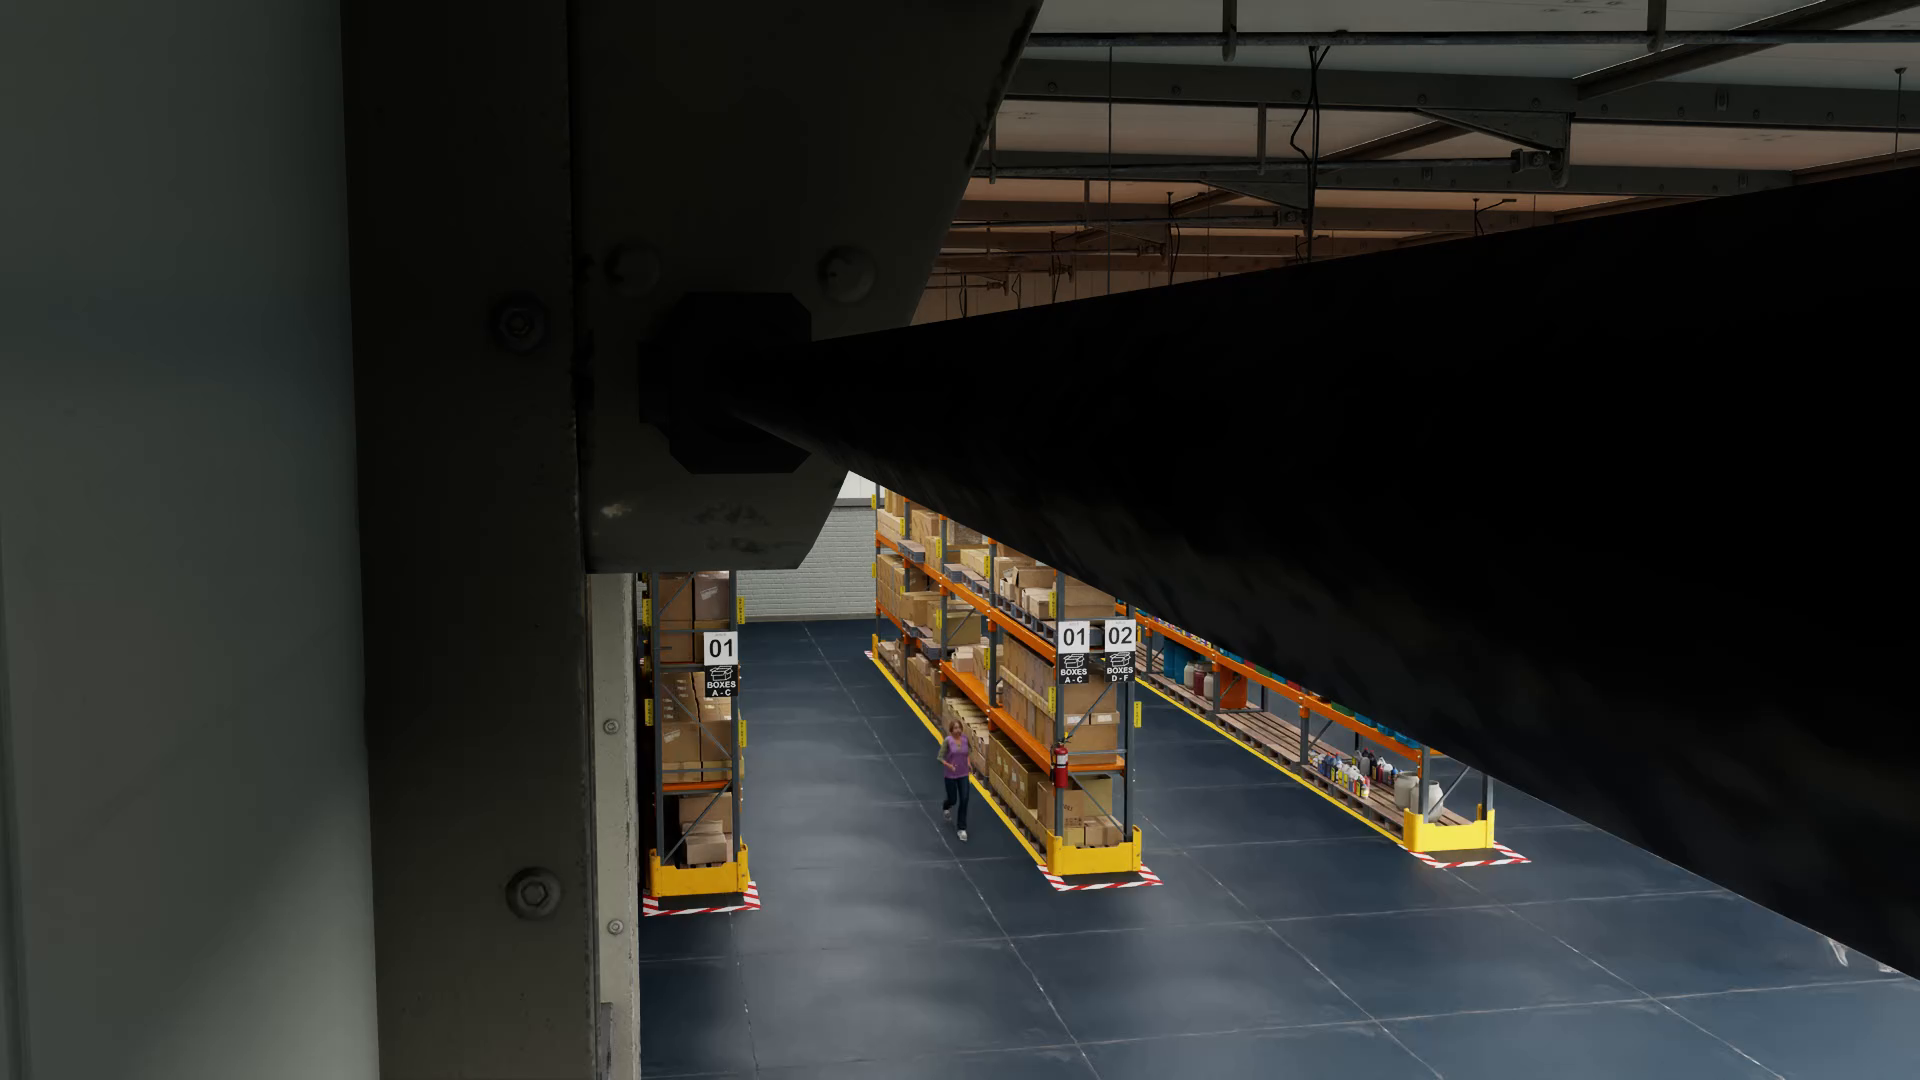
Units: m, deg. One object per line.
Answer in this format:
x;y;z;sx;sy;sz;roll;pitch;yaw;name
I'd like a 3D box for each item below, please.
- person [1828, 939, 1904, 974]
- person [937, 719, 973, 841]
9.550;3.724;17.388;0.854;1.629;0.671;1;6;13;person
-0.056;3.228;22.659;0.538;1.585;0.847;-2;6;-17;person
